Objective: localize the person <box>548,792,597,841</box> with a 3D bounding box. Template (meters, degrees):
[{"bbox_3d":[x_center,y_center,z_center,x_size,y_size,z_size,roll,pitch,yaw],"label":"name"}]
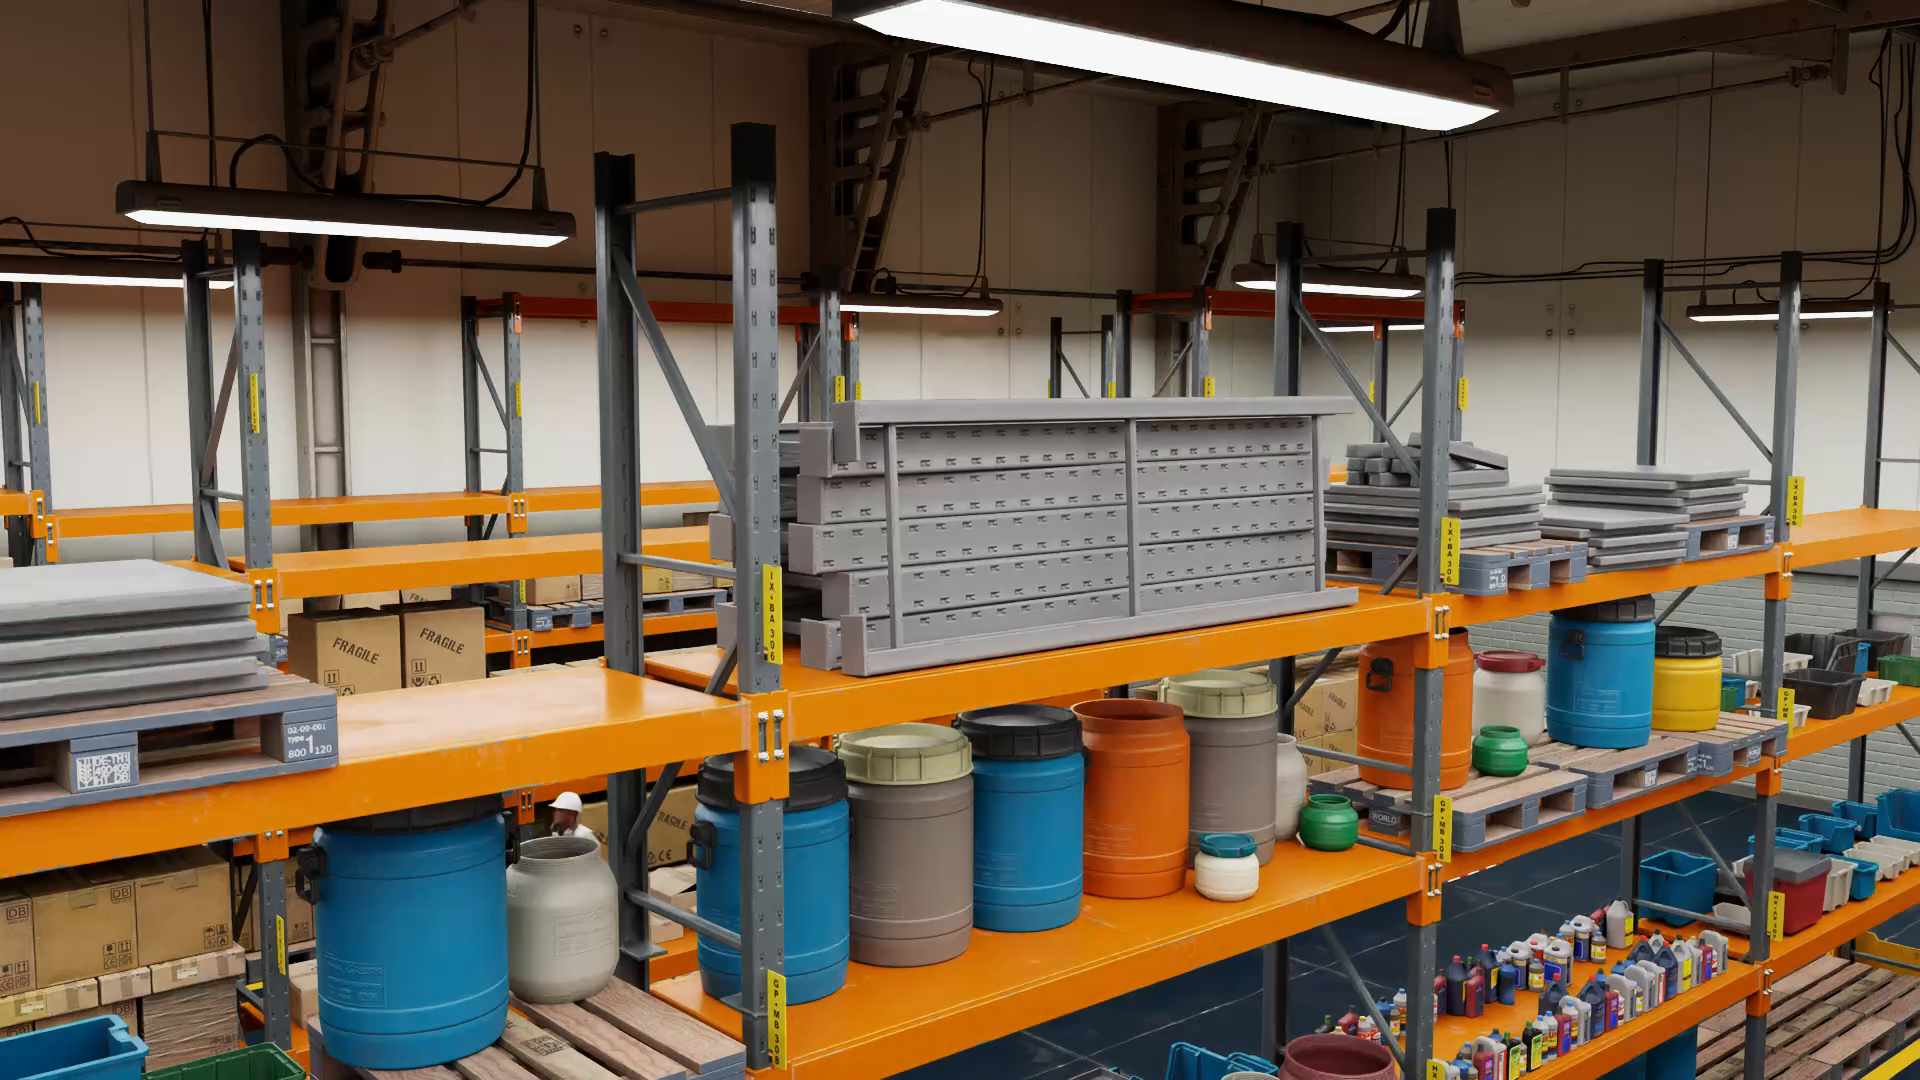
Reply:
[{"bbox_3d":[-3.296,2.984,14.201,0.693,1.730,0.683,5,7,43],"label":"person"}]
